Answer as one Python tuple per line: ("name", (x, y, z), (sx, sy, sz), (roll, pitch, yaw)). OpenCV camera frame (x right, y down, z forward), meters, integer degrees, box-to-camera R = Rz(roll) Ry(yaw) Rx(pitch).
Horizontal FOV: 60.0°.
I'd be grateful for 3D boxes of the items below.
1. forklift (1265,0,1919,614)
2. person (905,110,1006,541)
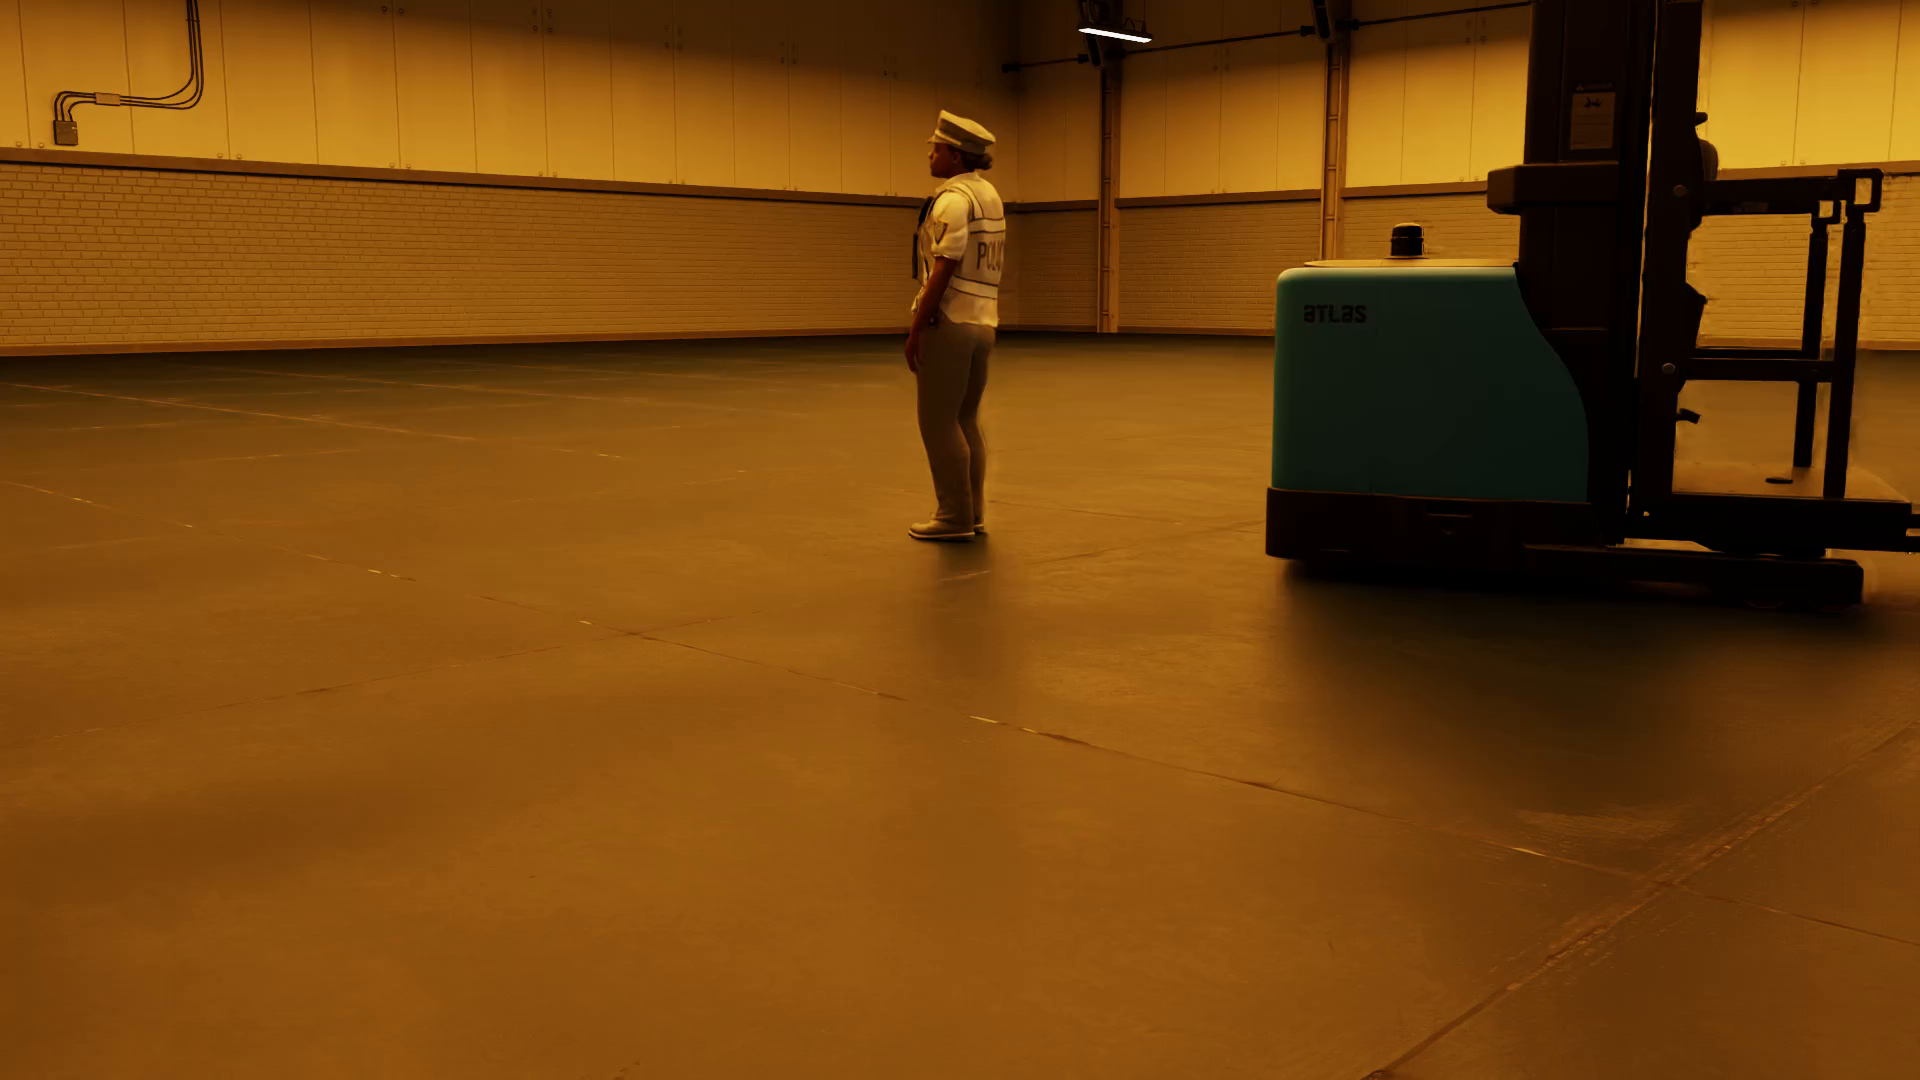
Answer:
("forklift", (2.654, -1.309, 5.564), (3.031, 2.935, 1.130), (3, 9, 21))
("person", (-0.031, -0.841, 6.646), (0.440, 1.693, 0.641), (4, 9, 23))
